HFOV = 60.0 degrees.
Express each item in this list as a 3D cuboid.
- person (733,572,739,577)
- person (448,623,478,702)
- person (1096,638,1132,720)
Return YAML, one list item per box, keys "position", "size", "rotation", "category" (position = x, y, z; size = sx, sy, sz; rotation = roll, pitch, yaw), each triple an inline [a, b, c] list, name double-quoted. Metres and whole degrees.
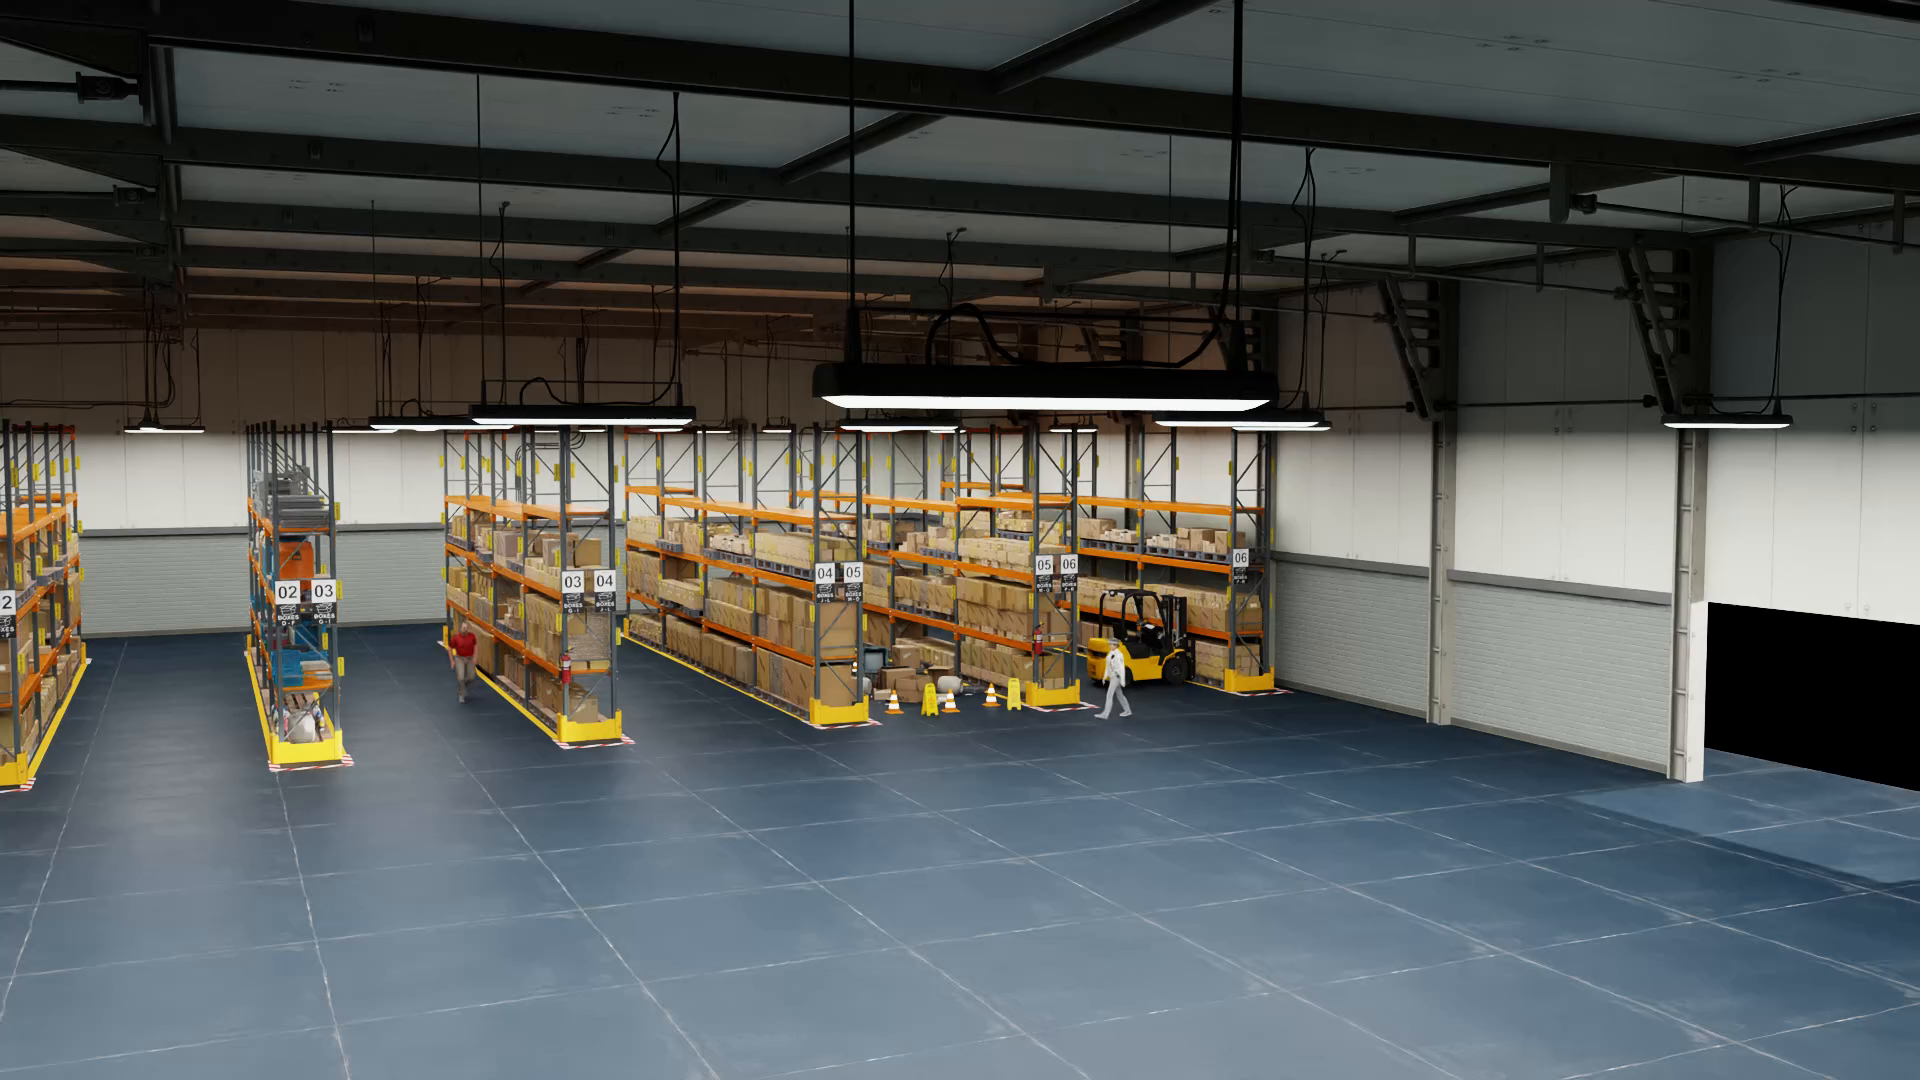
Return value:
- position: [-6.594, 1.762, 49.136]
  size: [0.663, 1.798, 0.603]
  rotation: [-1, 4, -18]
  category: "person"
- position: [-10.774, 2.629, 36.024]
  size: [0.626, 1.711, 0.637]
  rotation: [-3, 4, -35]
  category: "person"
- position: [3.103, 2.794, 33.680]
  size: [0.869, 1.632, 0.495]
  rotation: [-1, 4, -14]
  category: "person"
